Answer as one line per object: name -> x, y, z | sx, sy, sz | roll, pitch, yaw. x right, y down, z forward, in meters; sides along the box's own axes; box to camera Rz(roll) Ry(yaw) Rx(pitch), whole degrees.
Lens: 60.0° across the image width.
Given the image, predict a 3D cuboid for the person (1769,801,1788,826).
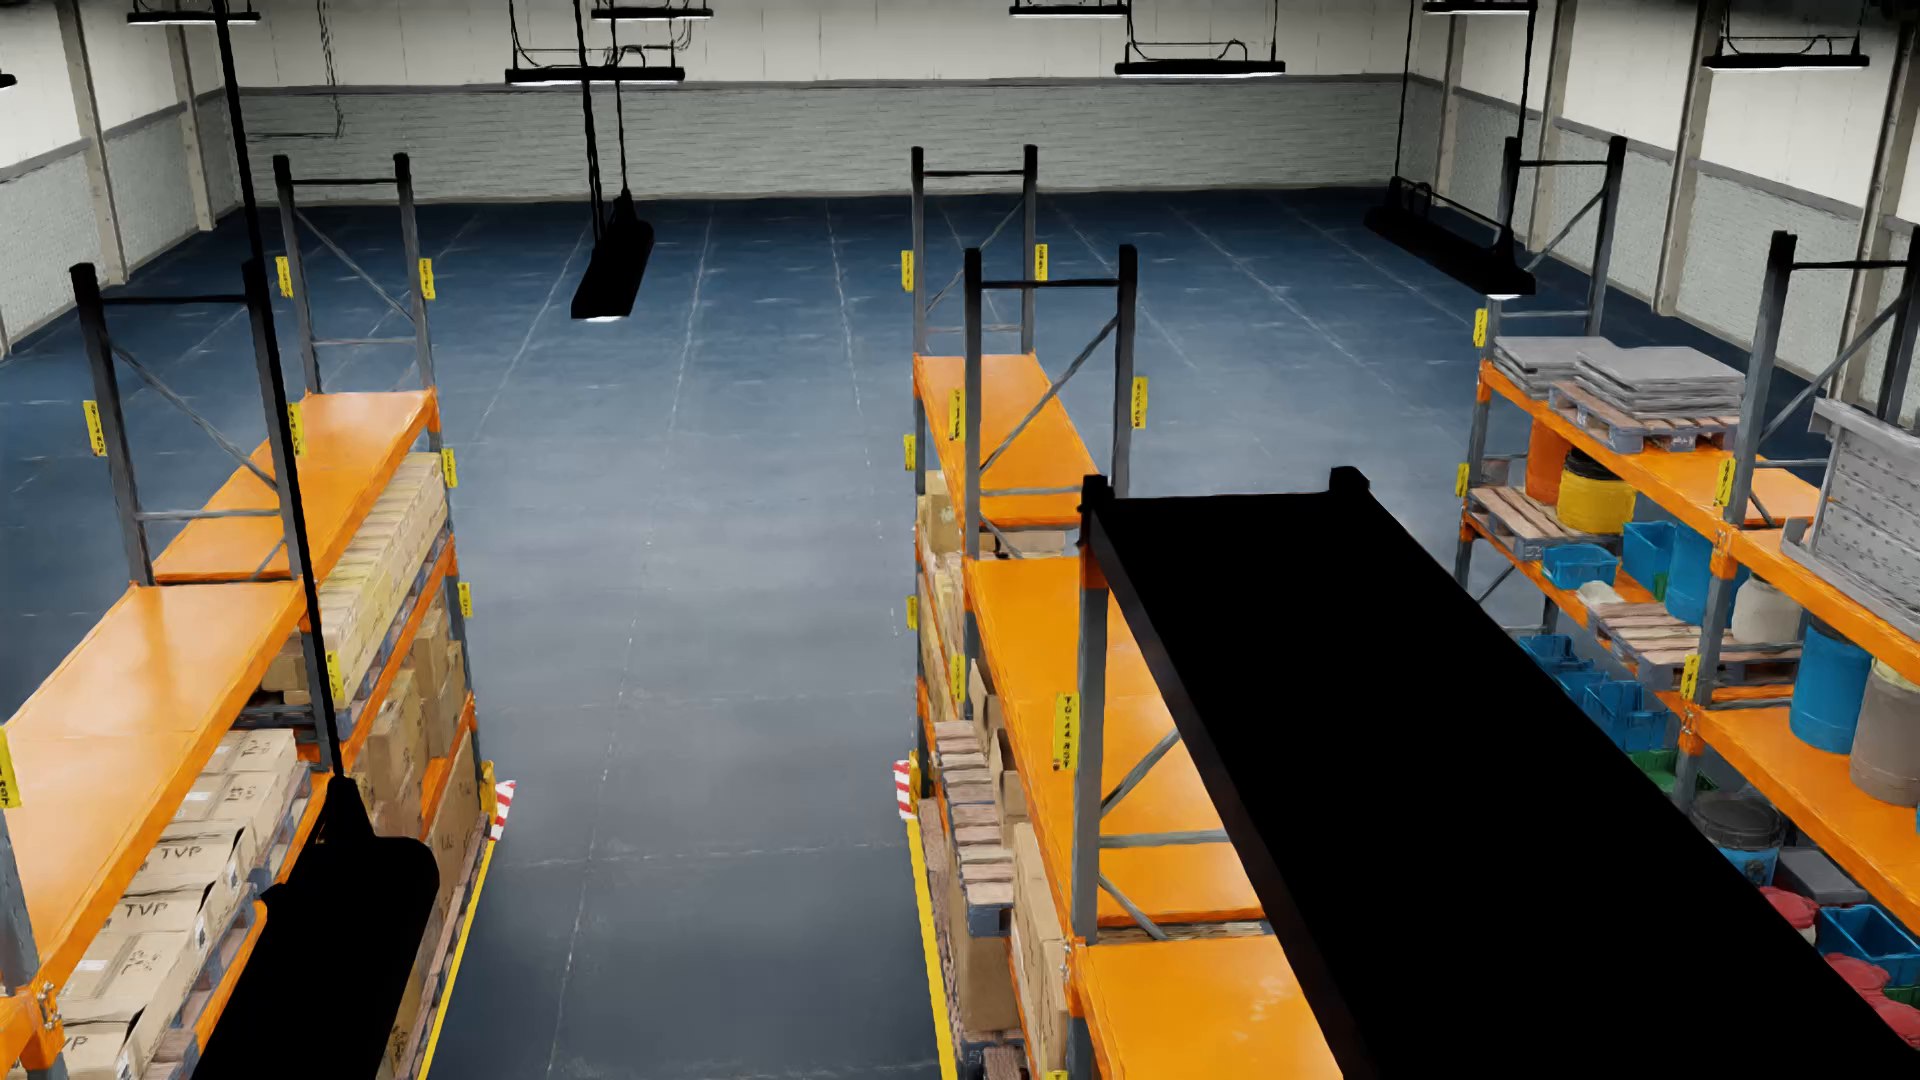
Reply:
person -> 7.306, 2.004, 14.238 | 0.562, 1.684, 1.097 | -6, 22, -14
